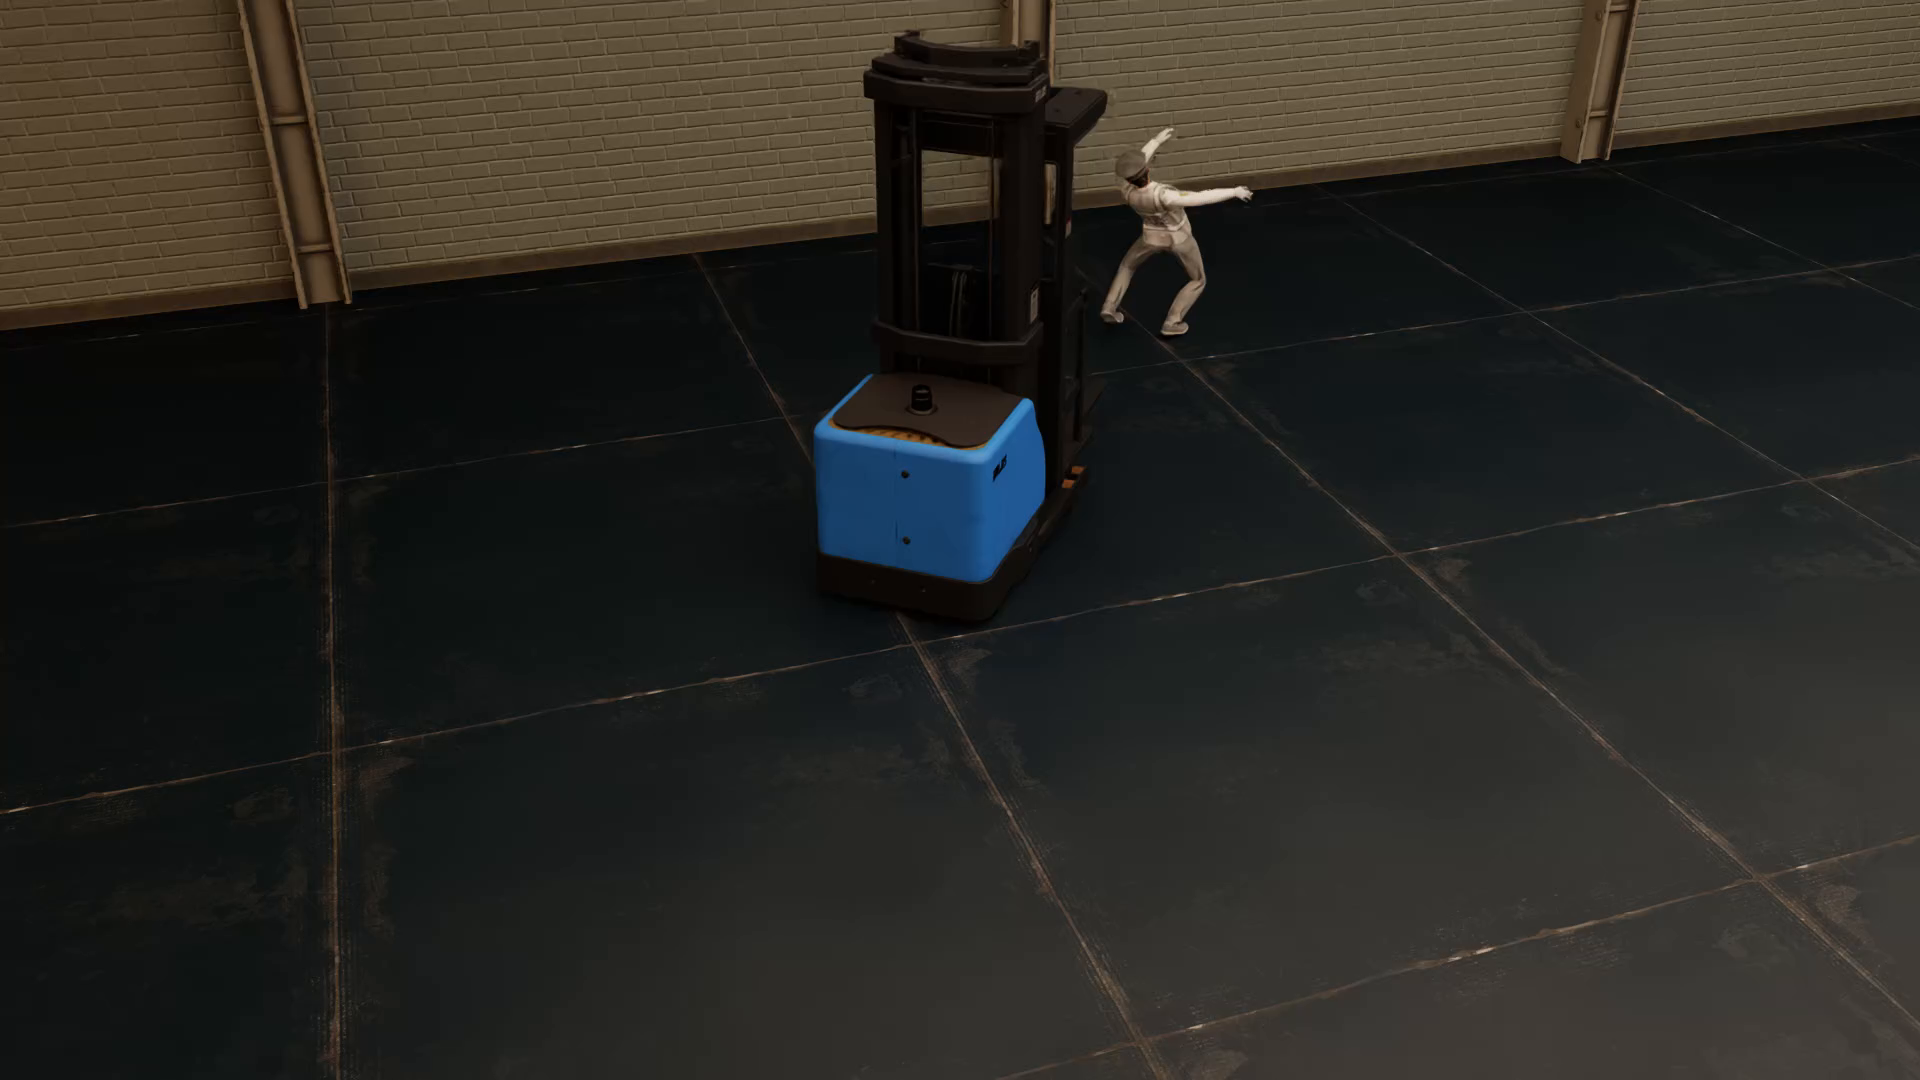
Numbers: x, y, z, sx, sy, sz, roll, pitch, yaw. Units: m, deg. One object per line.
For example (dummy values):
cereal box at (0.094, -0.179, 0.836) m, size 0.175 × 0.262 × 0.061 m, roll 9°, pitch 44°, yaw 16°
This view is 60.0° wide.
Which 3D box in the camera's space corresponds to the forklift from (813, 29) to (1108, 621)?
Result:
forklift at (0.180, -1.548, 9.777) m, size 1.130 × 2.935 × 3.031 m, roll 11°, pitch 32°, yaw 18°

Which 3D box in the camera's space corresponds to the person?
person at (1.618, -2.222, 12.386) m, size 1.003 × 1.482 × 0.736 m, roll 13°, pitch 32°, yaw 21°
